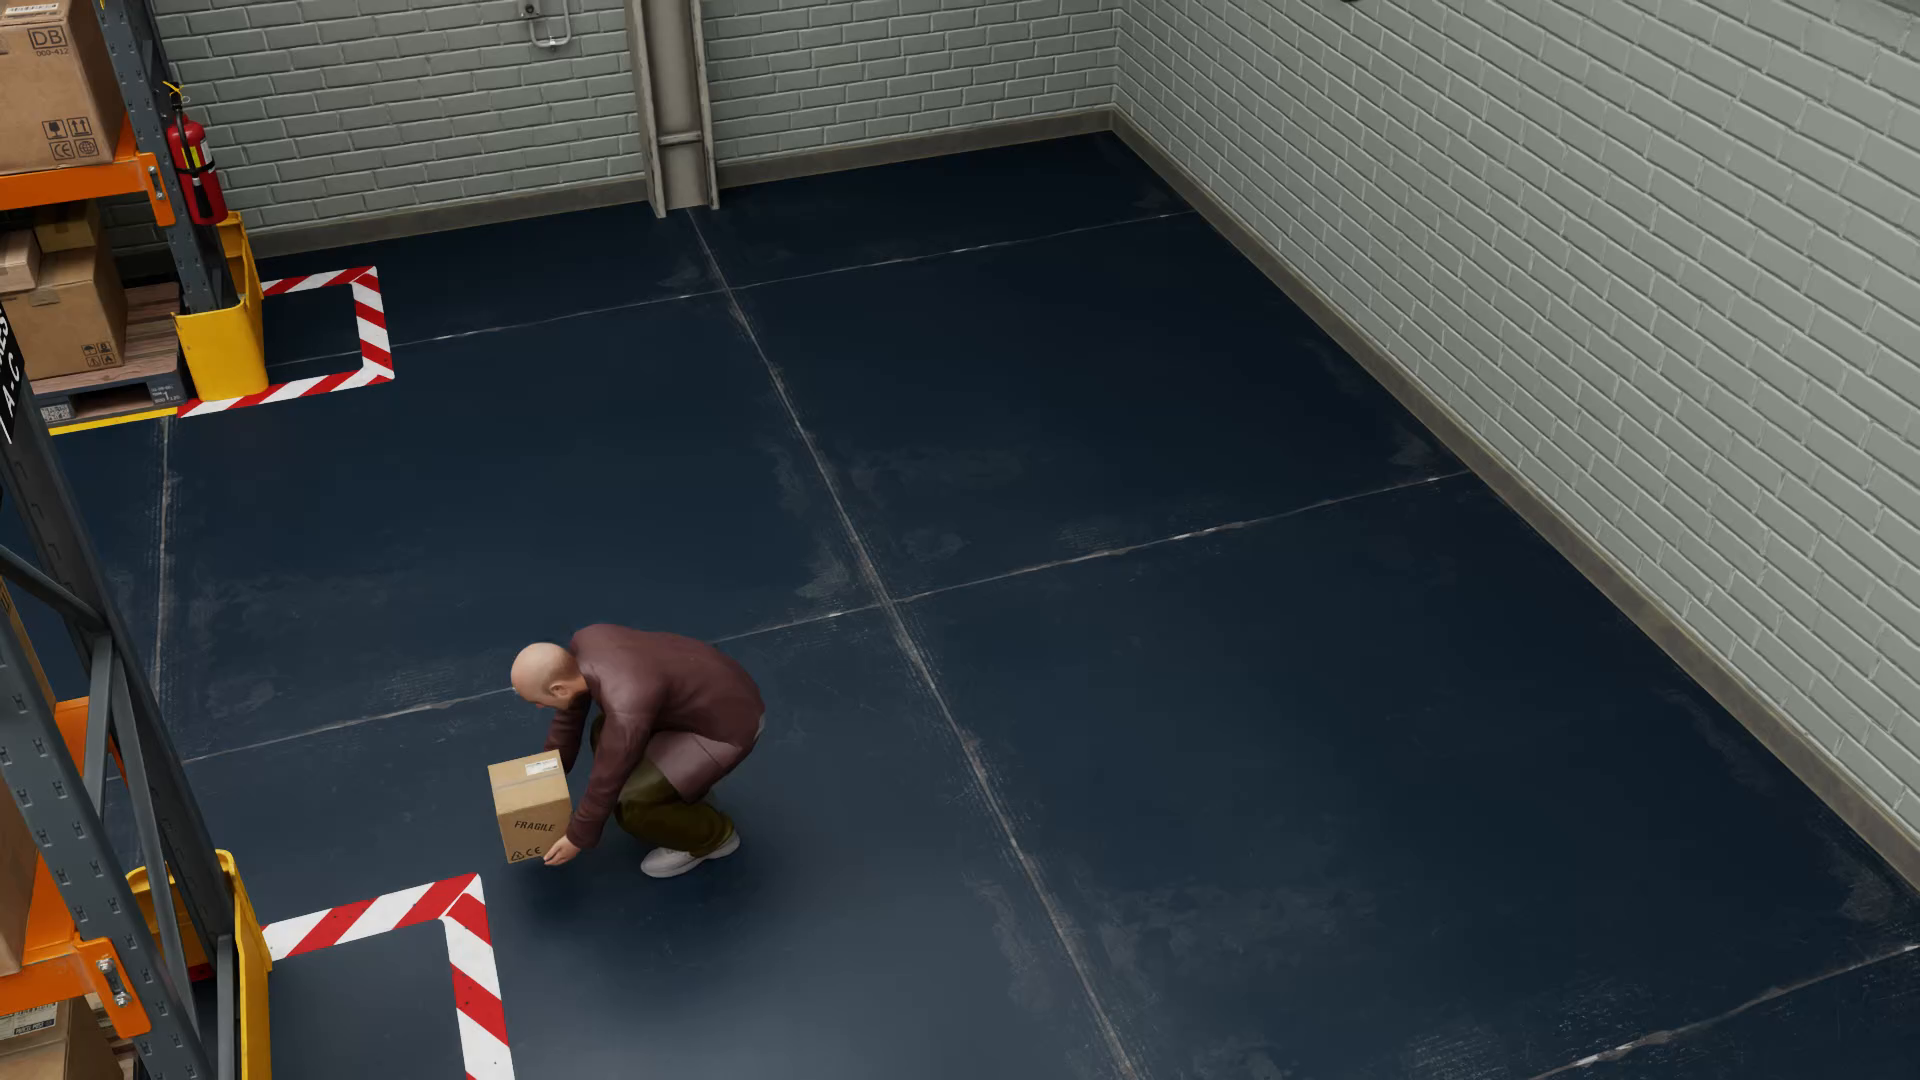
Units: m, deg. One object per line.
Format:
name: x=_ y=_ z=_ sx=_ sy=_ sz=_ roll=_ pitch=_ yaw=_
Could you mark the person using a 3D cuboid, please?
person: x=-1.111 y=0.703 z=5.829 sx=0.885 sy=1.064 sz=0.610 roll=-13 pitch=39 yaw=-16
